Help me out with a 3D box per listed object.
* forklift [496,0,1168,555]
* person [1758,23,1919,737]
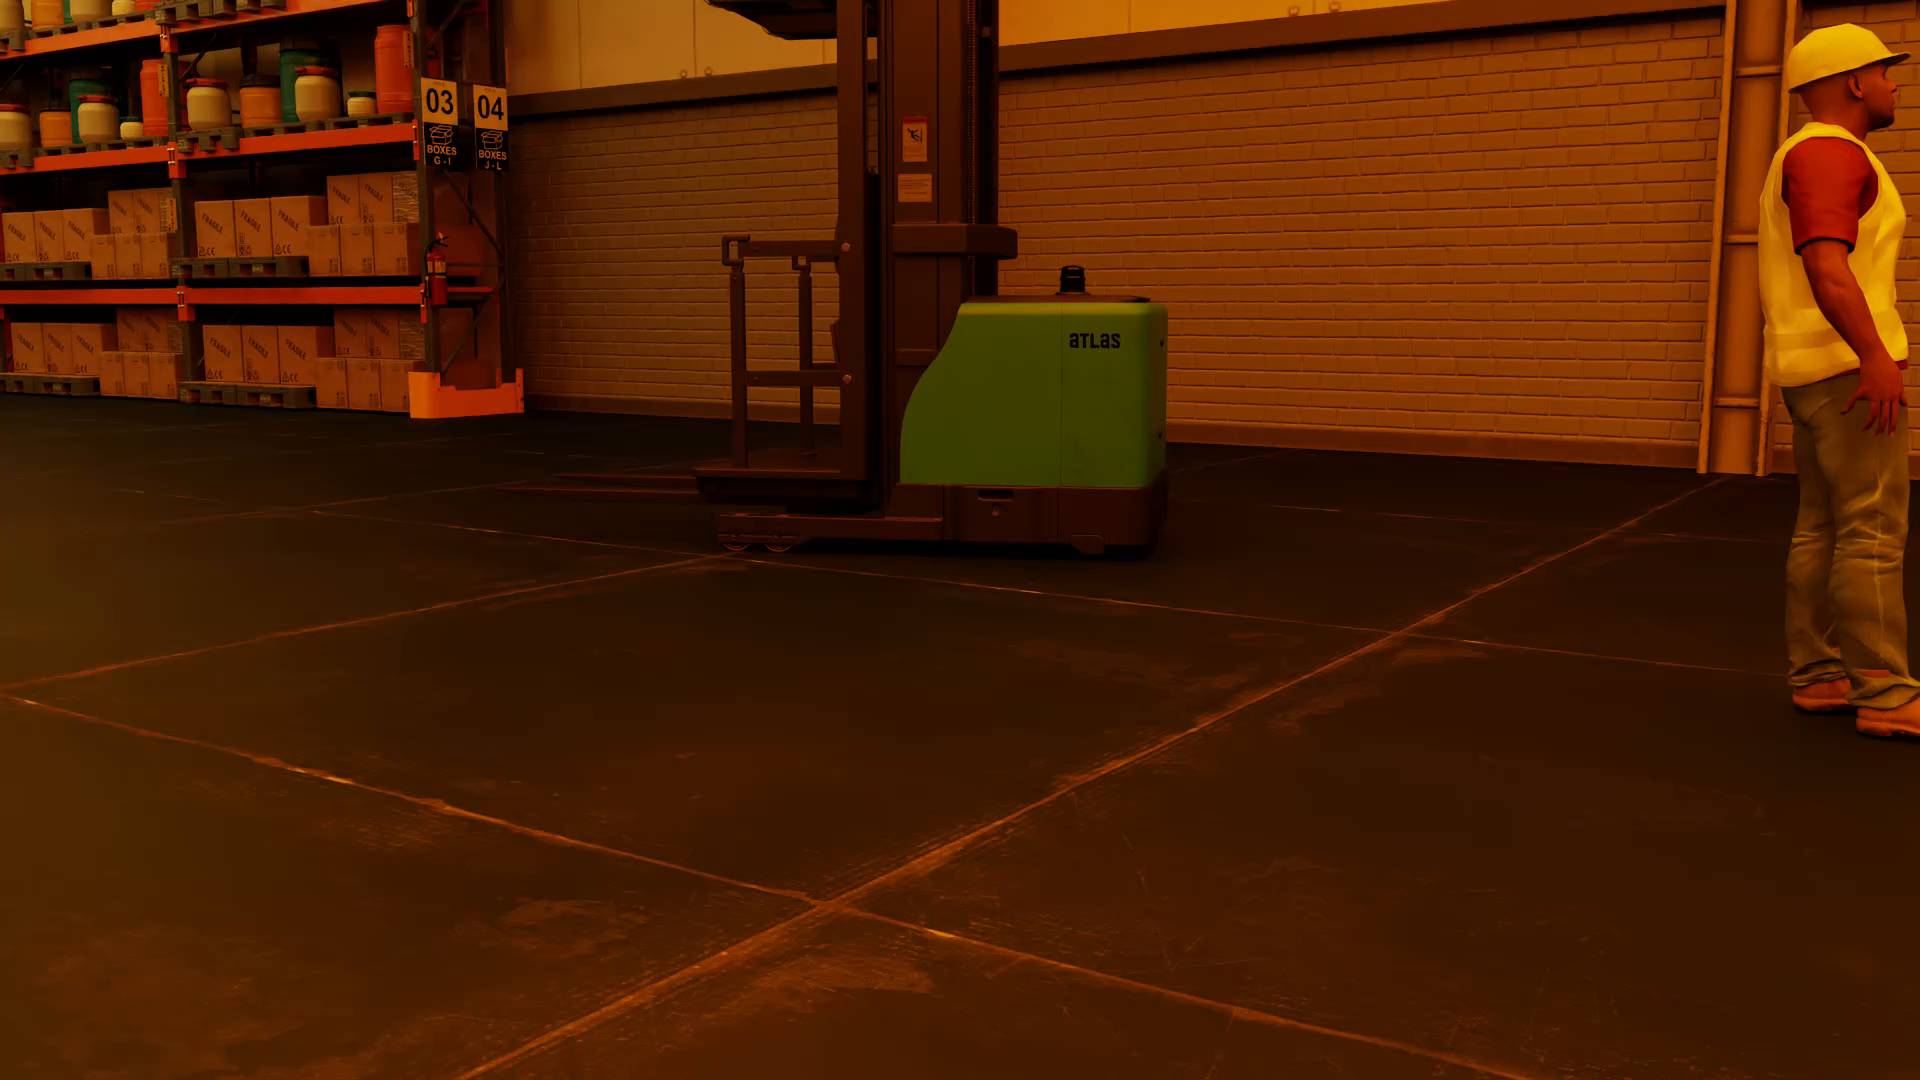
[{"bbox_3d":[-0.596,-1.469,7.520,3.031,2.935,1.130,2,8,12],"label":"forklift"},{"bbox_3d":[2.334,-0.423,4.255,0.578,1.765,0.666,3,9,19],"label":"person"}]
